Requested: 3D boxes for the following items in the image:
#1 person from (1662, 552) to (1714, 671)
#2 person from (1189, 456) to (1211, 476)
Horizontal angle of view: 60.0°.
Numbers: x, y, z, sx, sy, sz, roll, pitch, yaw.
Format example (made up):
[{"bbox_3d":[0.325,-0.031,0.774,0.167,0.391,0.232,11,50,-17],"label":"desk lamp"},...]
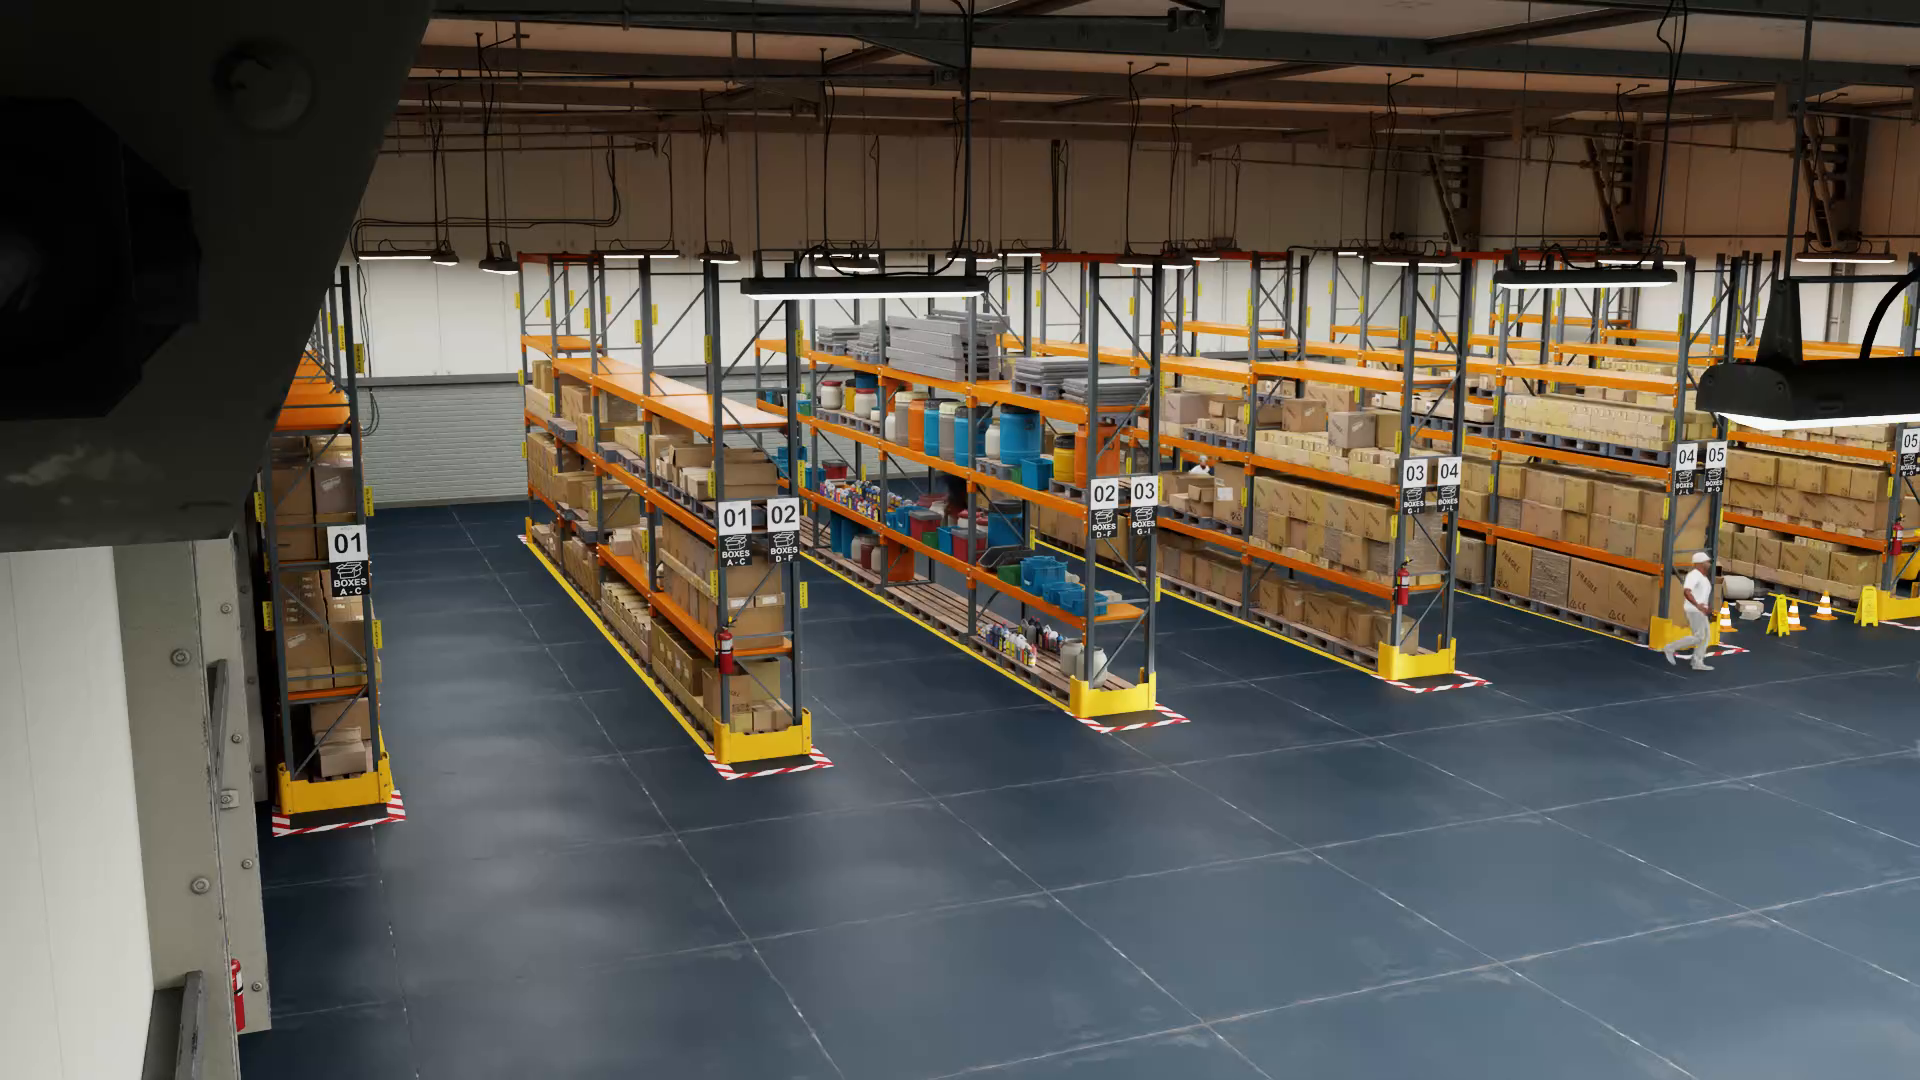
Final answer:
[{"bbox_3d":[10.870,1.037,24.628,0.722,1.723,0.744,6,12,30],"label":"person"},{"bbox_3d":[5.201,-1.024,36.177,0.631,1.656,0.816,-5,12,-26],"label":"person"}]
